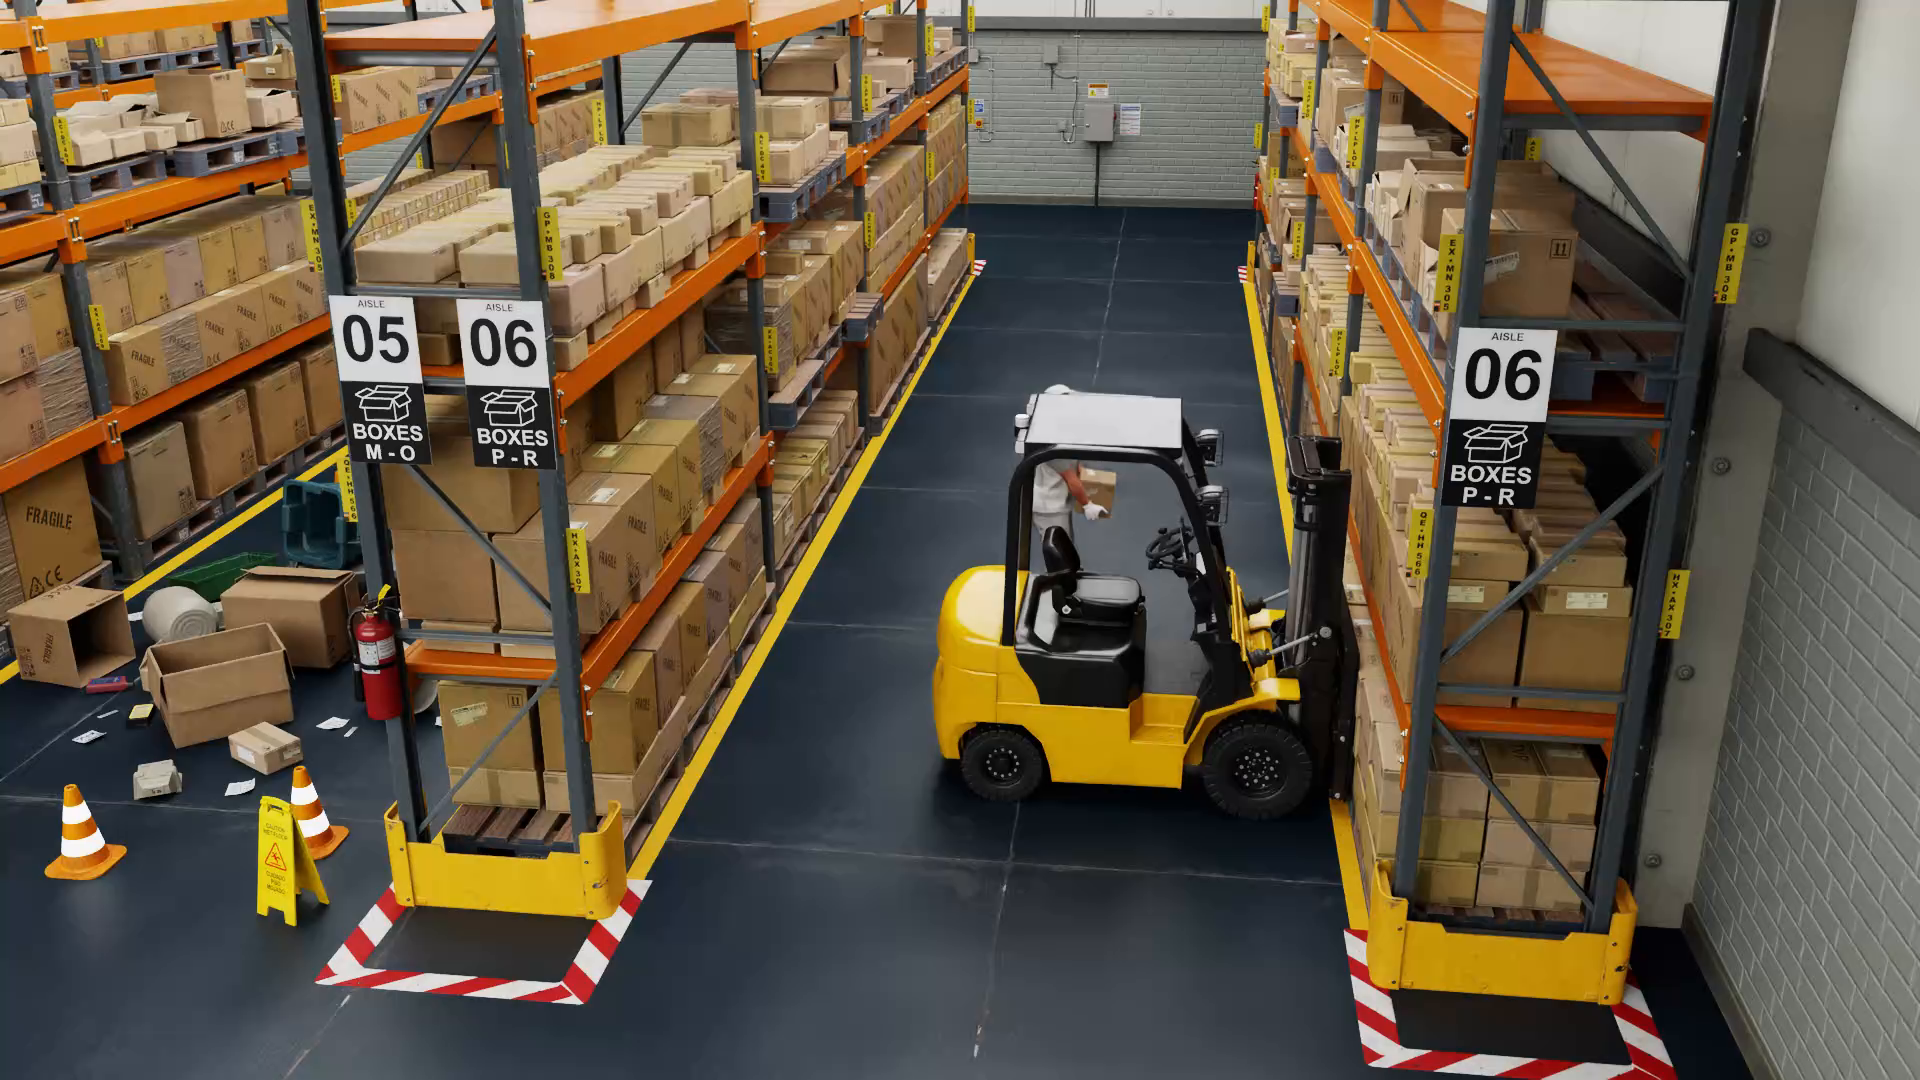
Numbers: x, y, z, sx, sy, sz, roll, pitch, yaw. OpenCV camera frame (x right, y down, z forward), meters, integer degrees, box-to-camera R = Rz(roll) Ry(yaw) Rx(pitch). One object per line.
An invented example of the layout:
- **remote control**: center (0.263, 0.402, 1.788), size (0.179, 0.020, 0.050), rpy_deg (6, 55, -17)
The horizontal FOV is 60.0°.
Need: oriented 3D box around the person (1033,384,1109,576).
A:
- **person**: center (0.761, -0.215, 11.611), size (0.556, 1.786, 0.495), rpy_deg (2, 21, 6)
